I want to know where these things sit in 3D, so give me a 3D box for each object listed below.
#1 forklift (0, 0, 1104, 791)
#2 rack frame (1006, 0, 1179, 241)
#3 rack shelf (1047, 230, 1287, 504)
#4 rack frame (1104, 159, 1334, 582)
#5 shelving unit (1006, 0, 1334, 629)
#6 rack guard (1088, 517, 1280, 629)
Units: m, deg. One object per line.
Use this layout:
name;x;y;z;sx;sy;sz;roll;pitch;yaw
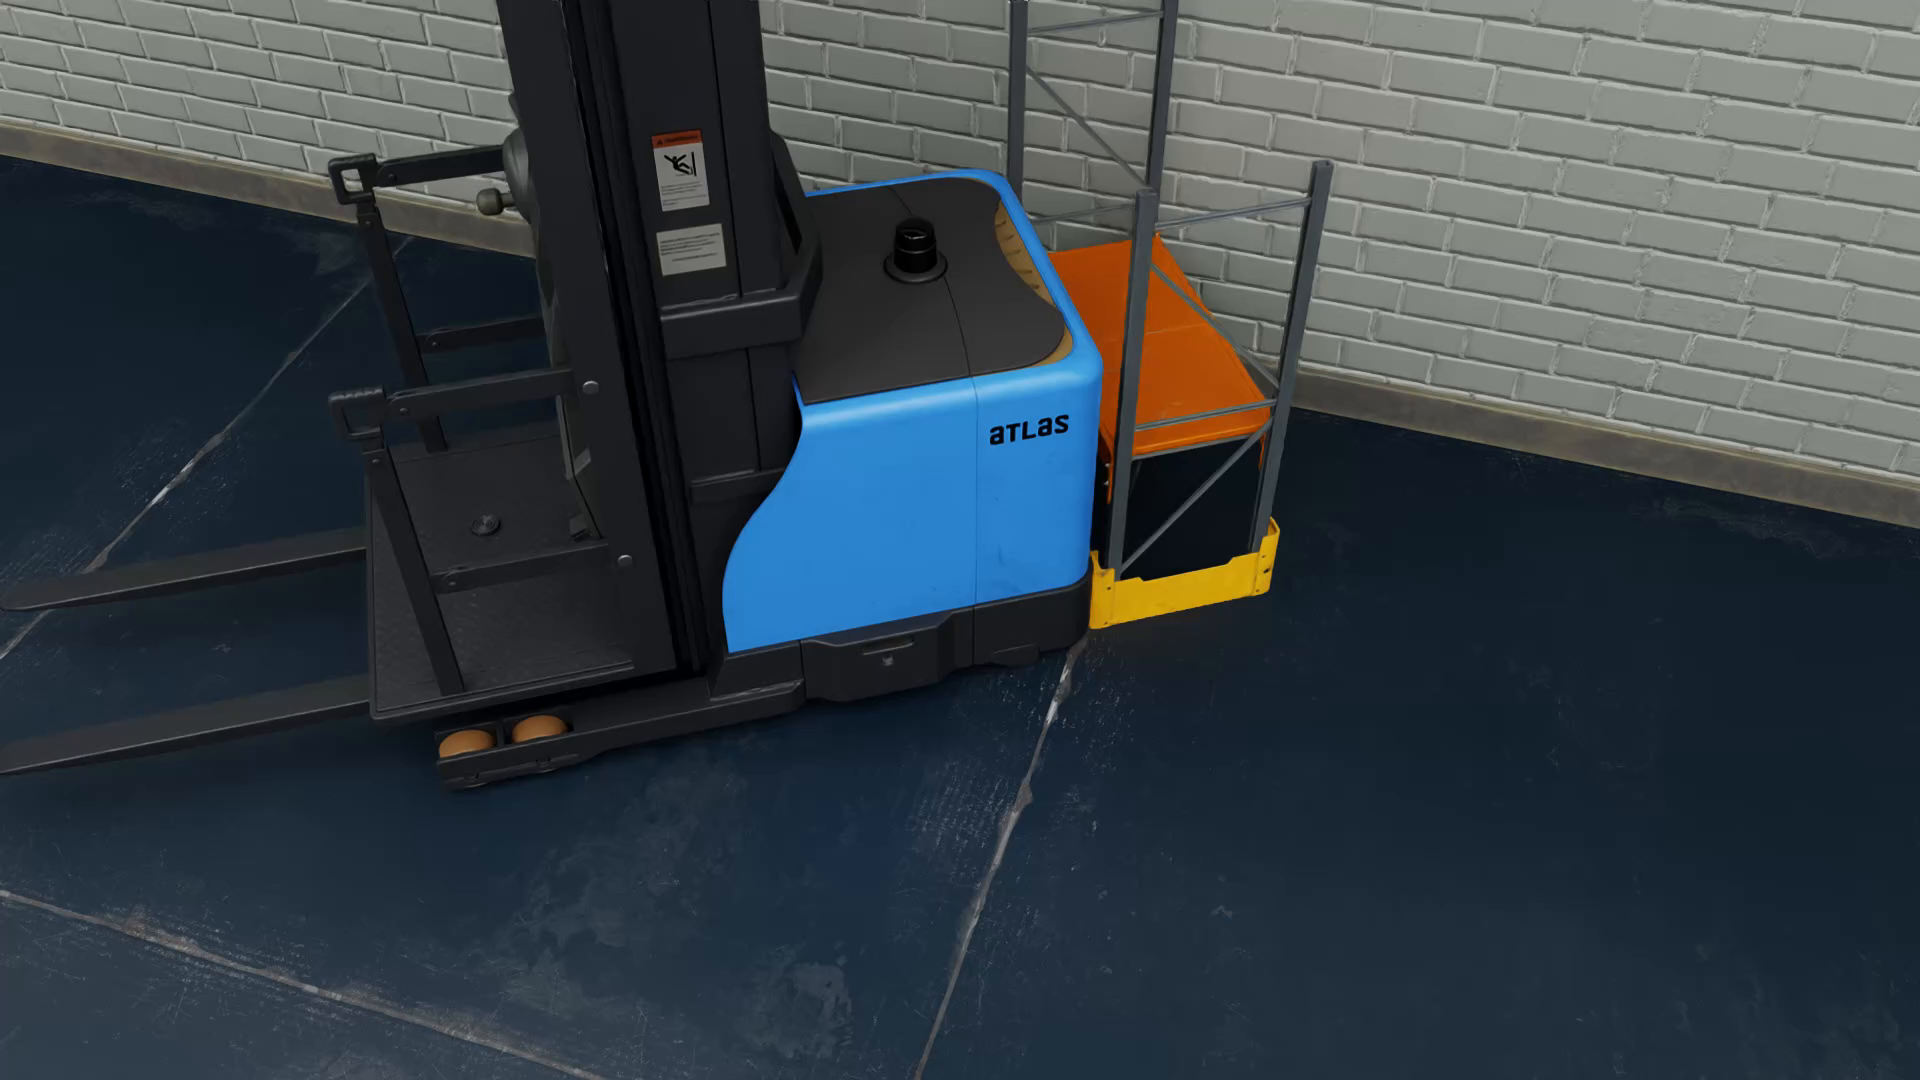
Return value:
forklift;-1.195;-0.782;3.953;3.031;2.935;1.130;-11;45;-11
rack frame;0.385;-1.020;5.220;0.500;1.500;0.032;-11;45;-11
rack shelf;0.524;-0.549;4.996;0.538;0.185;1.000;-11;45;-11
rack frame;0.664;-0.336;4.521;0.500;1.500;0.032;-11;45;-11
shelving unit;0.522;-0.684;4.877;0.587;1.500;1.083;-11;45;-11
rack guard;0.658;0.098;4.972;0.587;0.250;0.087;-11;45;-11
